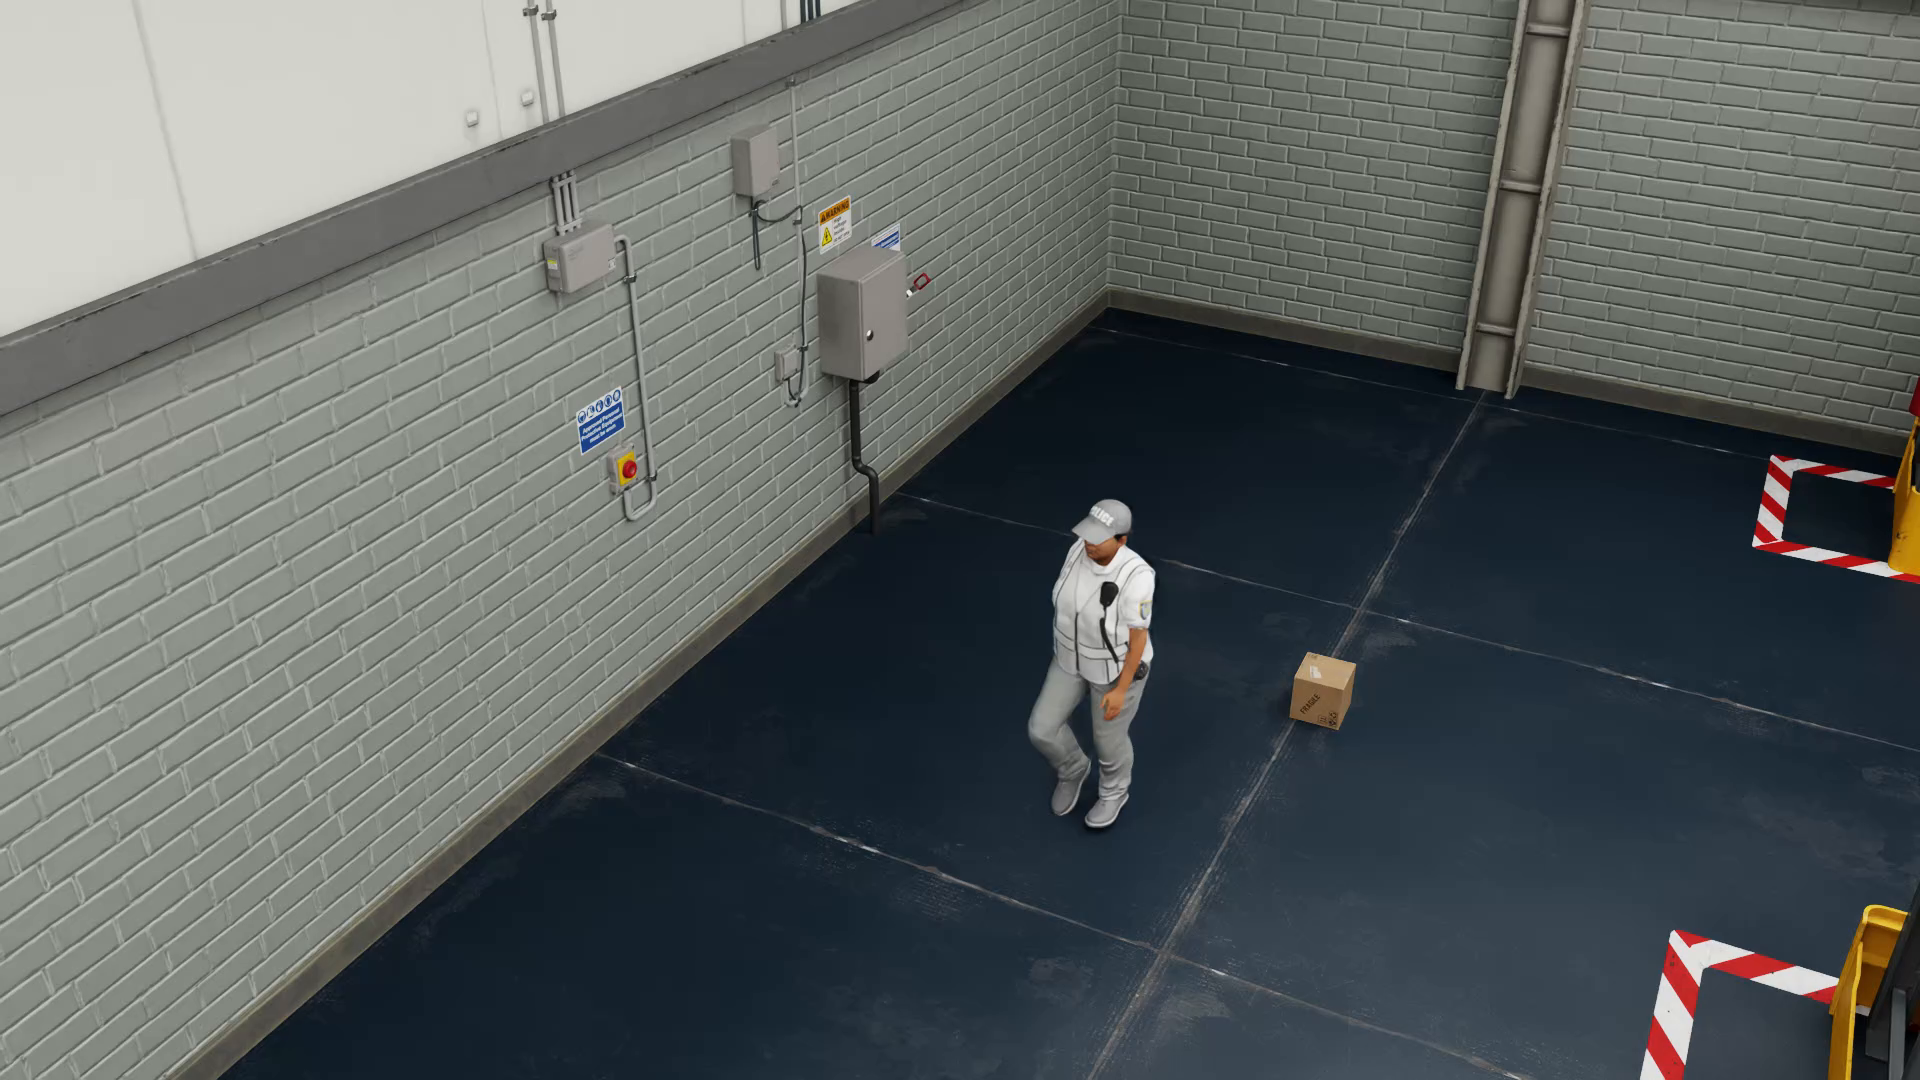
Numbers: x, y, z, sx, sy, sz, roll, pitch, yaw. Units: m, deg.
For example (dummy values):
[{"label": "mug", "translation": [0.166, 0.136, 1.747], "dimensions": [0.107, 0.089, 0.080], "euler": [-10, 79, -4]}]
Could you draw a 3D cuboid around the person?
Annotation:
[{"label": "person", "translation": [0.592, 0.576, 7.285], "dimensions": [0.486, 1.698, 0.458], "euler": [22, 37, 33]}]
